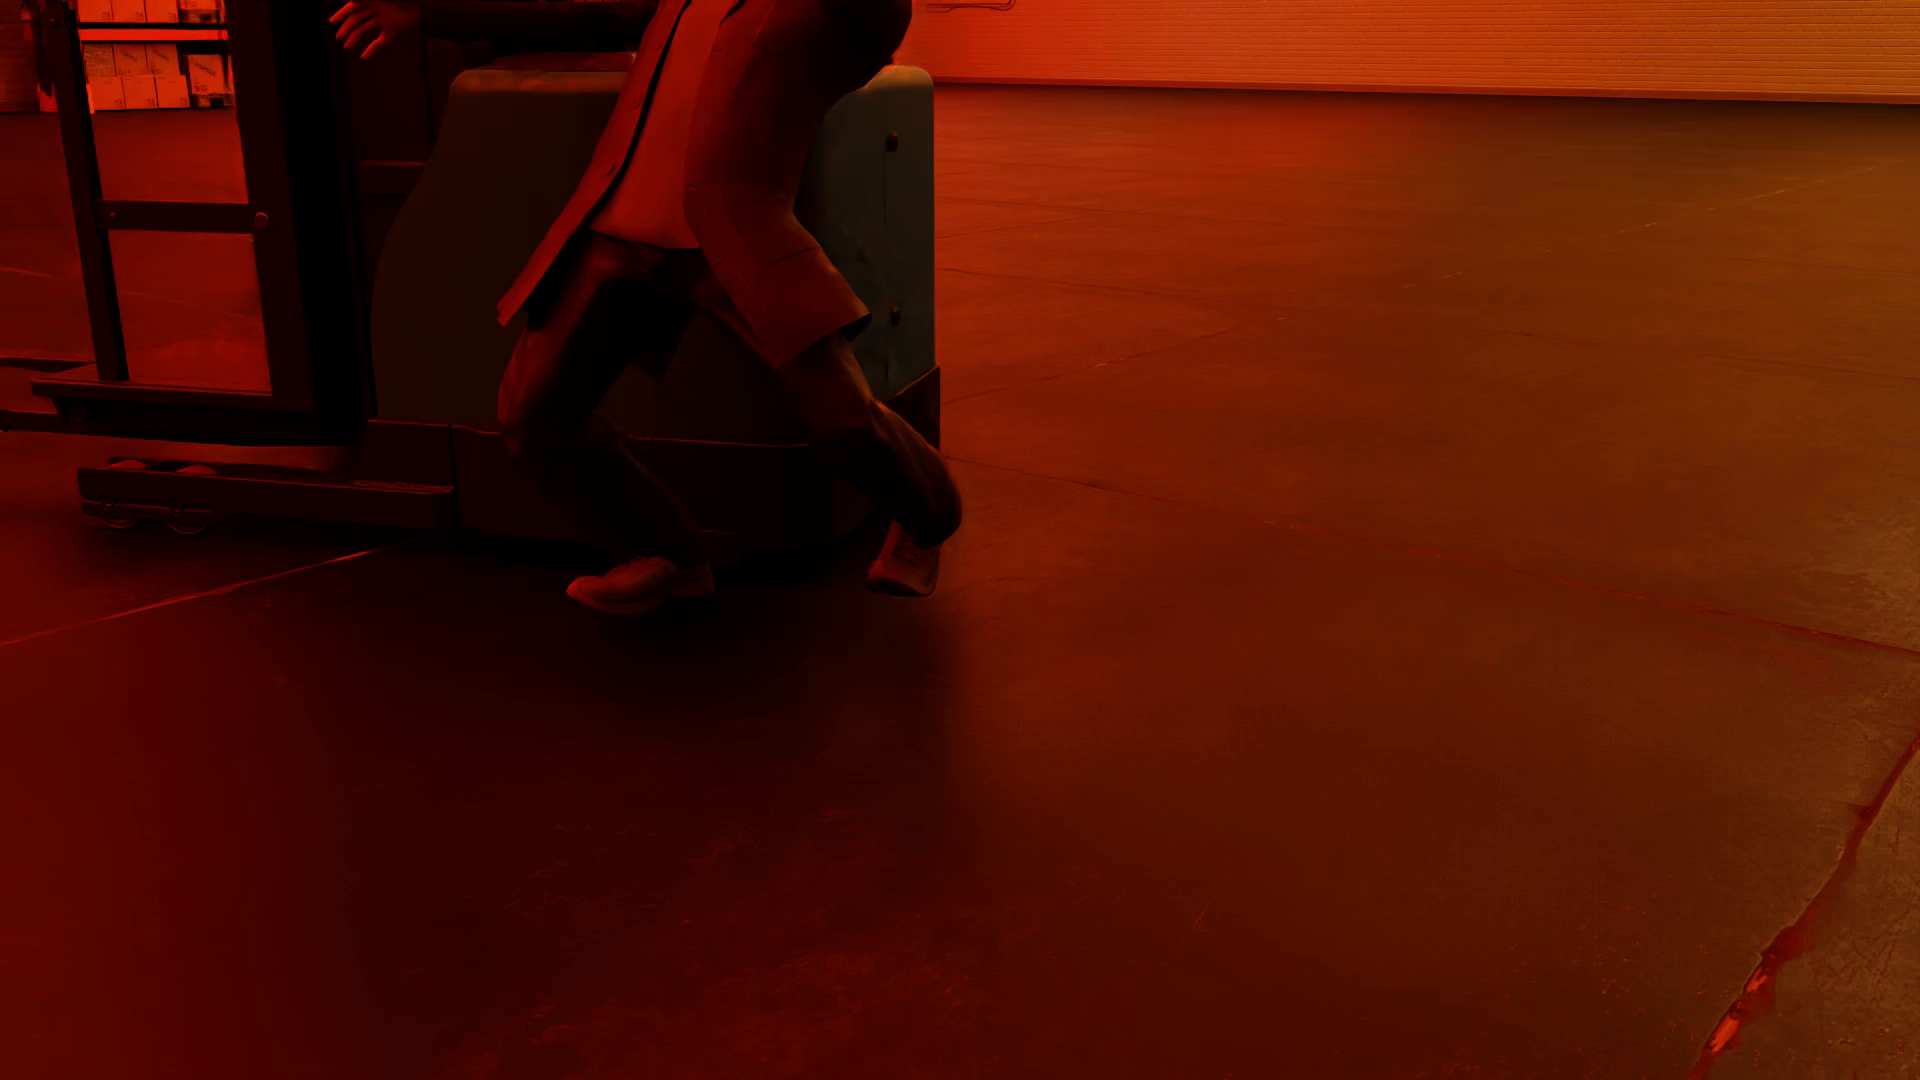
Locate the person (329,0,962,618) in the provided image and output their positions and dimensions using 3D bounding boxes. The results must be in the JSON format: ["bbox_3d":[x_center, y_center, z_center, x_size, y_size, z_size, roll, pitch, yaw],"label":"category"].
[{"bbox_3d":[-0.600,-0.612,3.172,1.129,1.583,0.754,5,18,17],"label":"person"}]

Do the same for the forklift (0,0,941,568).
[{"bbox_3d":[-1.627,-1.557,4.025,3.031,2.935,1.130,4,17,14],"label":"forklift"}]
